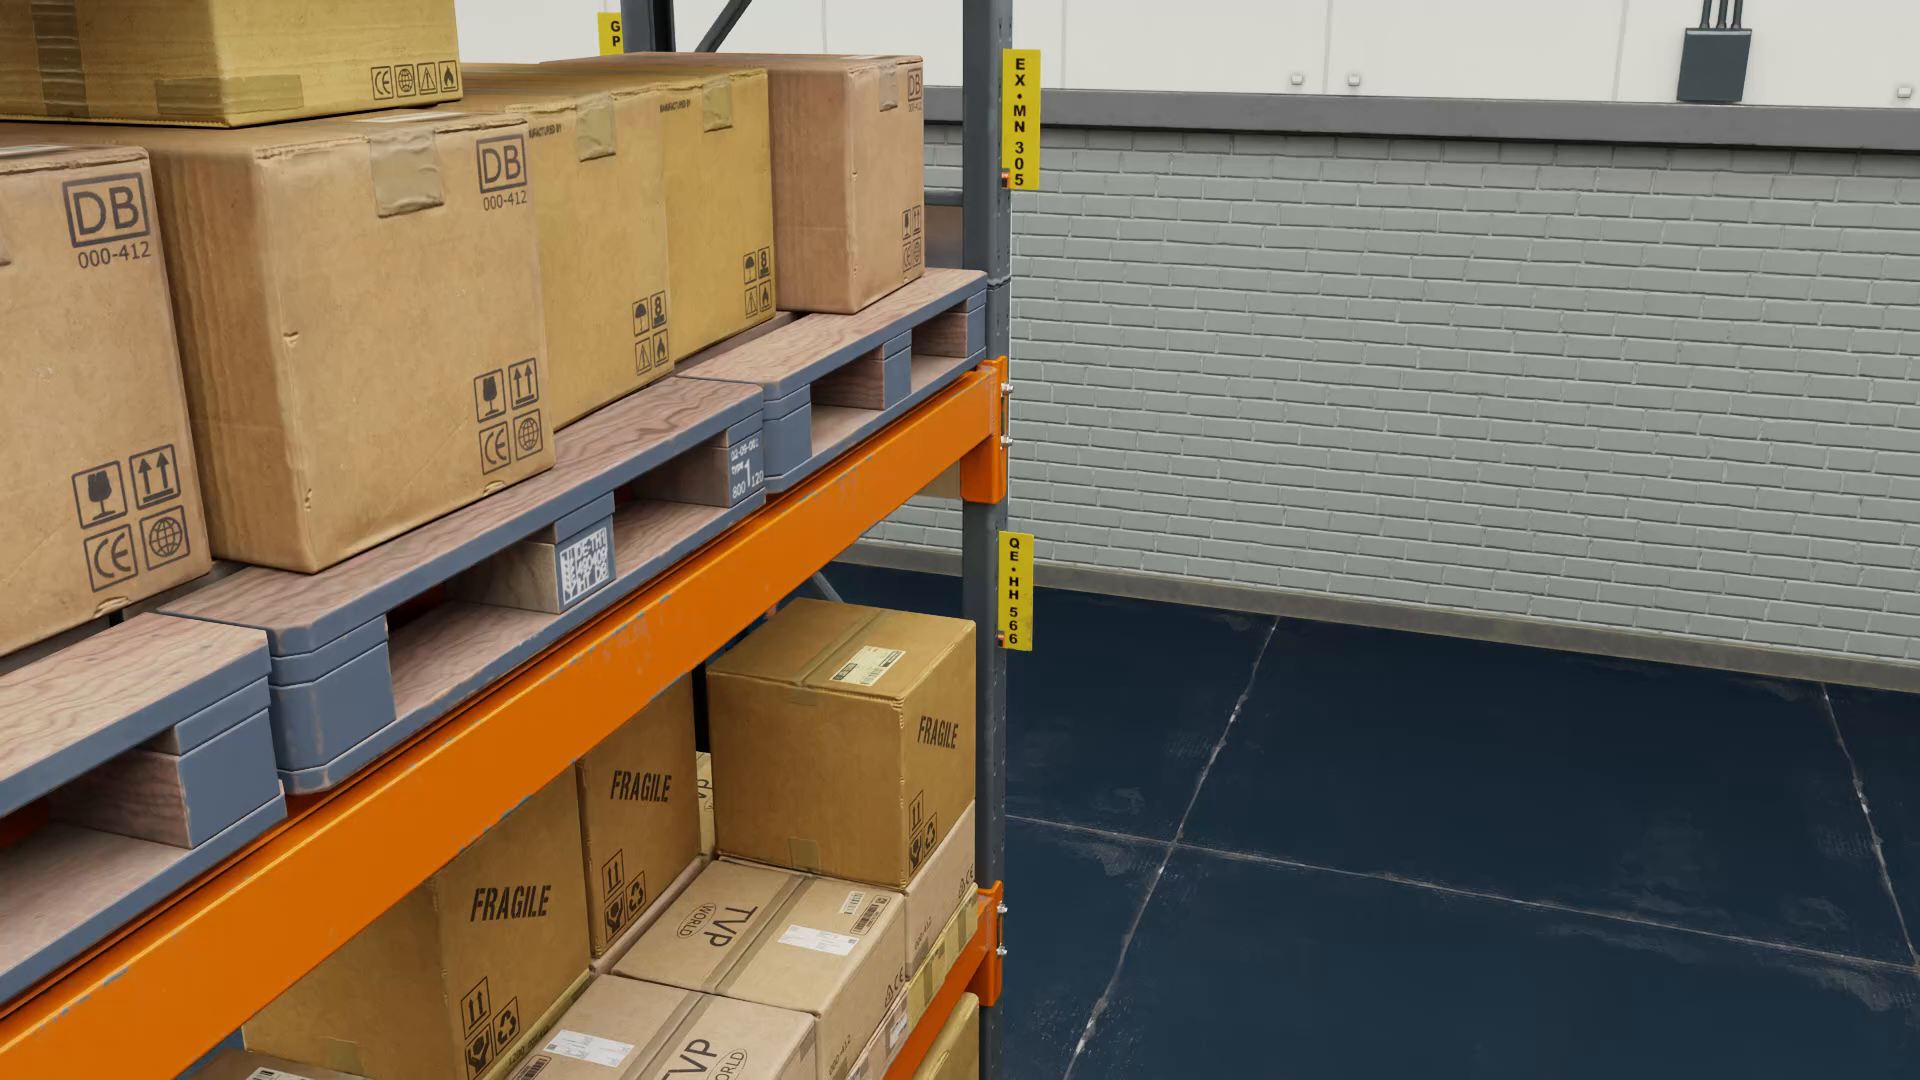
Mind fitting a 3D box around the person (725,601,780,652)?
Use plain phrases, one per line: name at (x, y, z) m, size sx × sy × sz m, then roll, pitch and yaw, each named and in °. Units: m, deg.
person at (-1.041, 0.233, 8.371) m, size 0.601 × 1.590 × 0.409 m, roll -18°, pitch 26°, yaw -42°
